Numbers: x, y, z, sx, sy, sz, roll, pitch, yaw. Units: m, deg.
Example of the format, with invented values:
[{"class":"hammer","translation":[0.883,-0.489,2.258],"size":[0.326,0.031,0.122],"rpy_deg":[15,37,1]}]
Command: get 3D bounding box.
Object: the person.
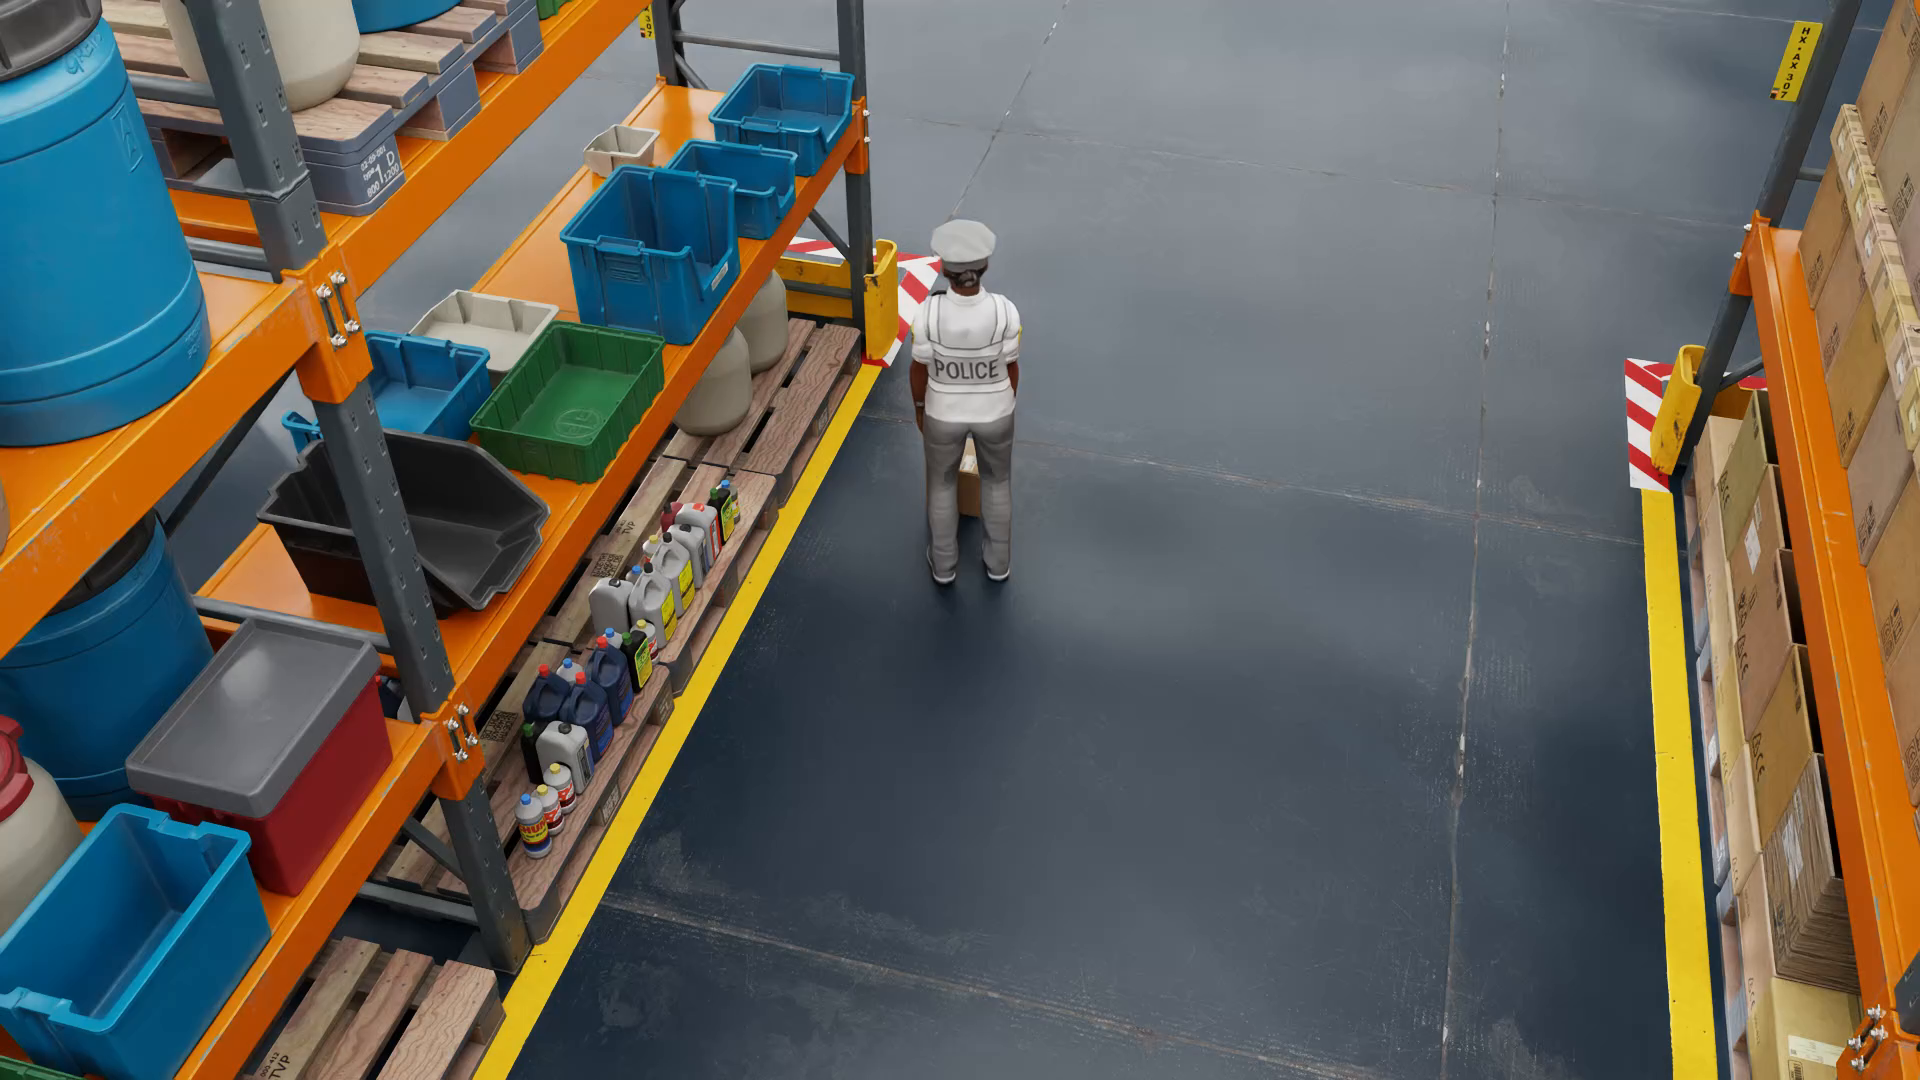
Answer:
[{"class":"person","translation":[0.018,-0.521,6.760],"size":[0.438,1.658,0.341],"rpy_deg":[-1,41,-2]}]
